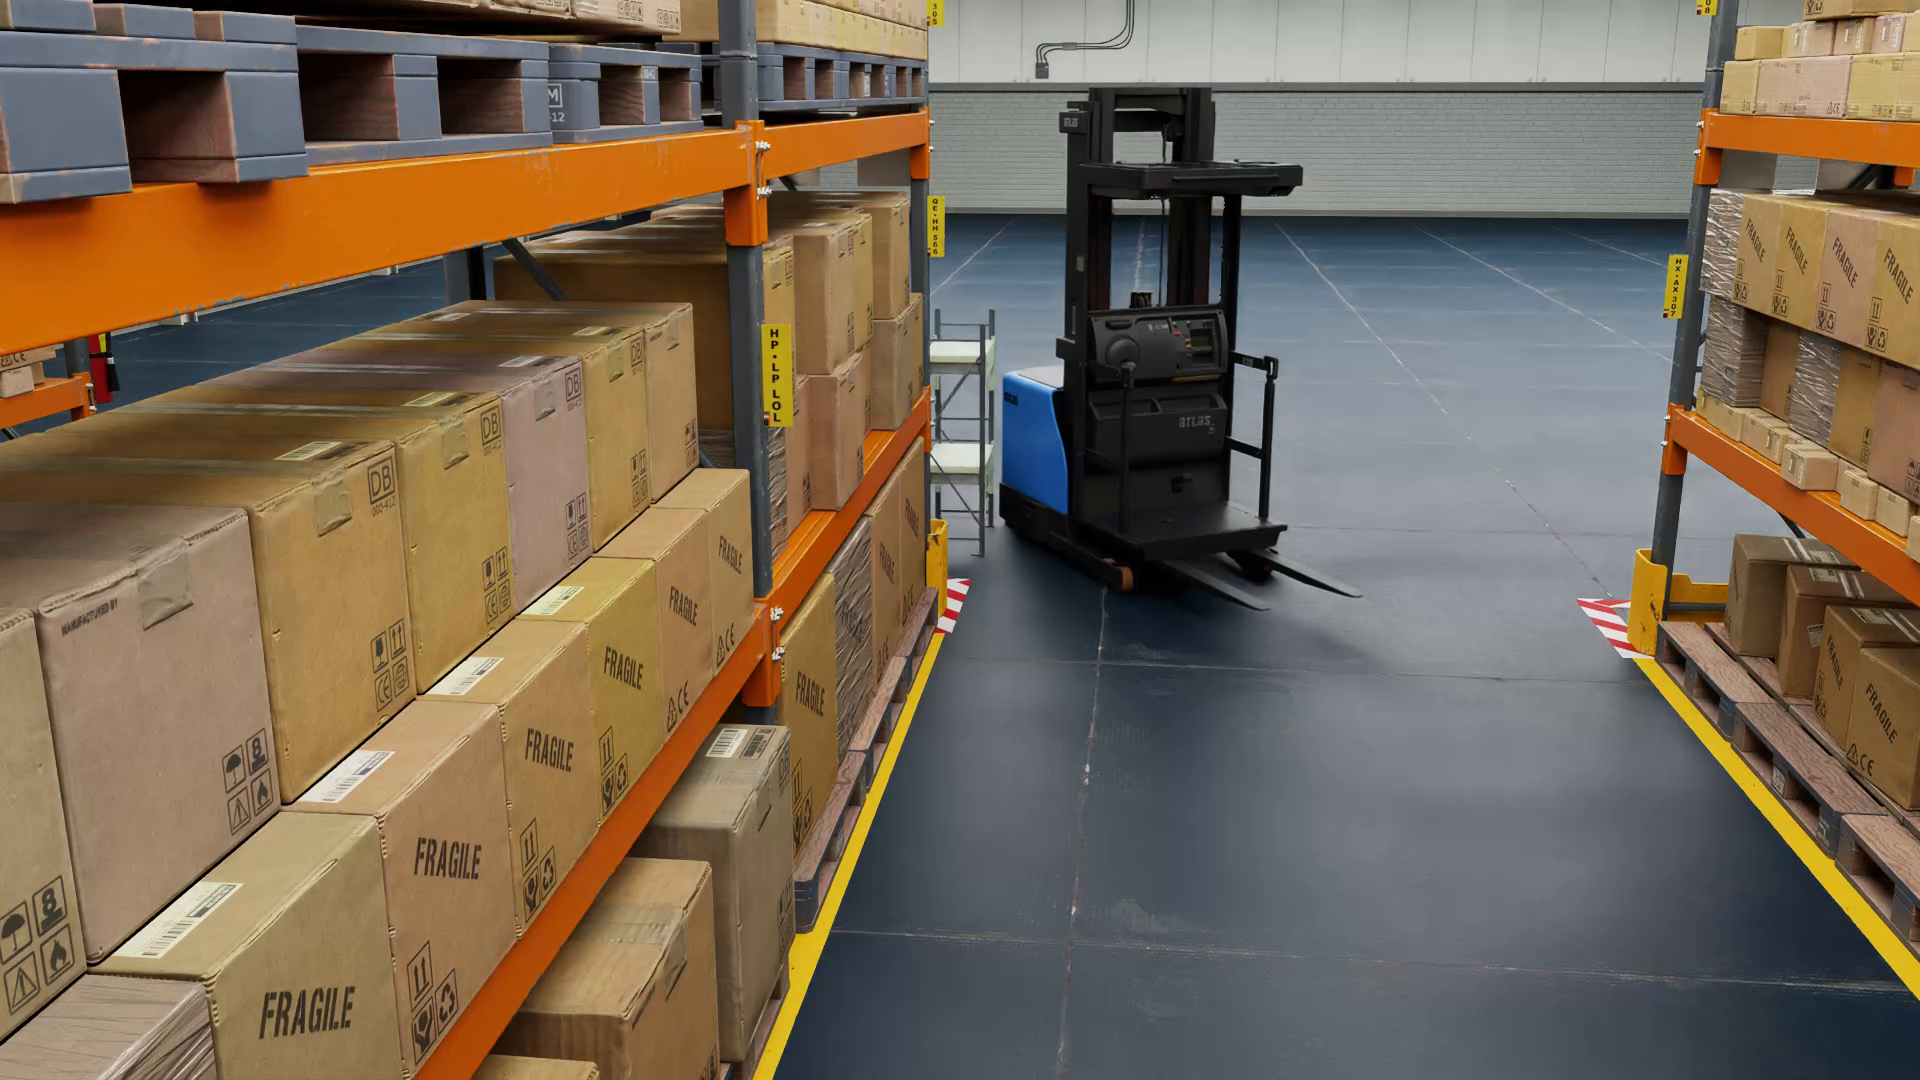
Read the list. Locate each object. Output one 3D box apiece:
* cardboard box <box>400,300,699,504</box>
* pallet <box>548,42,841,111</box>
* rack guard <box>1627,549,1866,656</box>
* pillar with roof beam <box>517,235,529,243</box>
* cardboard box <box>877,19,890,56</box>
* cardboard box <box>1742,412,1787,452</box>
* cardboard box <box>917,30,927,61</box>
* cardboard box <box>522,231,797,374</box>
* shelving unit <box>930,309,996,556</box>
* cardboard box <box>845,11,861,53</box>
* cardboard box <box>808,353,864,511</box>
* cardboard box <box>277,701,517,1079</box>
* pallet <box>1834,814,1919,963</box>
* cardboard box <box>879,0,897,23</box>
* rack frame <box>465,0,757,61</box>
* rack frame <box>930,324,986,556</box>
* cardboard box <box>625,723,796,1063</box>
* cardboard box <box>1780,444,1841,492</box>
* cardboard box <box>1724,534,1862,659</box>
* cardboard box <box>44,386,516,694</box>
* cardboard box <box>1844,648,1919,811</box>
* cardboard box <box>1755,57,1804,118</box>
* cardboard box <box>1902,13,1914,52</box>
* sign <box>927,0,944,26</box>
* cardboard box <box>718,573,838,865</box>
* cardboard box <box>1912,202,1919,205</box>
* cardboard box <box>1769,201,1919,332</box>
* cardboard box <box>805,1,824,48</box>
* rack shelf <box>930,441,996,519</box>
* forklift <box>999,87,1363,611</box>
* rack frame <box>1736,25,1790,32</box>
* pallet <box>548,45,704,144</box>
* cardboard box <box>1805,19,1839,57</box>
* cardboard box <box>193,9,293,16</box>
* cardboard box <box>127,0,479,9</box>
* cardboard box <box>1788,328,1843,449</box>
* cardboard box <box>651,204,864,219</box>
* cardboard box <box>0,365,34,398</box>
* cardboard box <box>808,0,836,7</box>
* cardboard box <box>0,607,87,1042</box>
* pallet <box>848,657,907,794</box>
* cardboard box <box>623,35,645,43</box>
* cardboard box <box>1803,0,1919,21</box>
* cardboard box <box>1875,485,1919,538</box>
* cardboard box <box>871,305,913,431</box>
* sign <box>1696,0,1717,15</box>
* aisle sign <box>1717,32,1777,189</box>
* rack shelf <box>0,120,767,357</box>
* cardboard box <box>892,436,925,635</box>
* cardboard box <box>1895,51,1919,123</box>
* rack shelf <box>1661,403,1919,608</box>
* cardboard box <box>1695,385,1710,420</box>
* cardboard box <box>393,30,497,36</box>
[{"bbox_3d":[-1.173,-0.414,4.840,0.700,0.500,0.500,1,15,5],"label":"cardboard box"},{"bbox_3d":[-1.020,-1.629,5.864,1.003,0.211,1.213,2,15,6],"label":"pallet"},{"bbox_3d":[4.237,0.349,8.913,1.175,0.500,0.348,2,15,6],"label":"rack guard"},{"bbox_3d":[-4.522,-10.154,31.475,9.100,9.000,0.400,2,15,6],"label":"pillar with roof beam"},{"bbox_3d":[-0.516,-2.202,7.296,0.380,0.149,0.250,2,15,7],"label":"cardboard box"},{"bbox_3d":[3.879,-0.495,7.727,0.380,0.149,0.250,2,15,6],"label":"cardboard box"},{"bbox_3d":[-0.372,-2.531,8.515,0.380,0.149,0.250,2,15,6],"label":"cardboard box"},{"bbox_3d":[-1.100,-0.847,6.190,0.875,0.550,0.550,2,15,6],"label":"cardboard box"},{"bbox_3d":[-0.004,-0.725,10.972,0.431,1.500,0.755,1,15,5],"label":"shelving unit"},{"bbox_3d":[-0.602,-2.005,6.568,0.380,0.149,0.250,2,15,6],"label":"cardboard box"},{"bbox_3d":[-0.875,-0.461,6.831,0.875,0.550,0.550,2,15,6],"label":"cardboard box"},{"bbox_3d":[-1.143,0.606,2.984,0.500,0.500,0.500,2,15,6],"label":"cardboard box"},{"bbox_3d":[3.835,1.331,5.835,1.003,0.211,1.213,2,15,6],"label":"pallet"},{"bbox_3d":[-0.563,-2.425,7.358,0.500,0.250,0.500,2,15,6],"label":"cardboard box"},{"bbox_3d":[-1.122,-2.908,4.677,1.000,3.000,0.127,2,15,6],"label":"rack frame"},{"bbox_3d":[-0.039,-0.630,10.620,0.400,1.500,0.023,1,15,5],"label":"rack frame"},{"bbox_3d":[-1.103,1.035,5.094,1.050,0.750,0.750,2,15,6],"label":"cardboard box"},{"bbox_3d":[3.711,-0.303,7.017,0.380,0.149,0.250,2,15,6],"label":"cardboard box"},{"bbox_3d":[4.159,0.288,8.334,0.500,0.500,0.500,5,16,17],"label":"cardboard box"},{"bbox_3d":[-1.344,-0.019,3.378,0.700,0.500,0.500,2,15,6],"label":"cardboard box"},{"bbox_3d":[3.928,0.749,6.628,0.500,0.500,0.500,0,15,1],"label":"cardboard box"},{"bbox_3d":[3.883,-2.002,7.359,0.500,0.250,0.500,1,15,5],"label":"cardboard box"},{"bbox_3d":[3.806,-1.910,6.256,0.380,0.149,0.250,1,15,4],"label":"cardboard box"},{"bbox_3d":[-0.133,-2.867,8.728,0.100,0.325,0.005,2,15,6],"label":"sign"},{"bbox_3d":[-0.982,0.650,6.279,0.875,0.875,0.875,2,15,7],"label":"cardboard box"},{"bbox_3d":[4.320,-1.142,6.964,0.500,0.500,0.500,2,15,6],"label":"cardboard box"},{"bbox_3d":[3.795,-1.158,7.021,0.500,0.500,0.500,2,15,6],"label":"cardboard box"},{"bbox_3d":[-0.687,-1.806,5.834,0.380,0.149,0.250,2,15,6],"label":"cardboard box"},{"bbox_3d":[-0.004,-0.411,11.057,0.431,0.370,0.720,1,15,5],"label":"rack shelf"},{"bbox_3d":[1.321,-1.221,10.062,1.130,2.935,3.031,-6,16,-23],"label":"forklift"},{"bbox_3d":[4.243,-3.773,7.877,0.949,2.616,0.053,2,15,6],"label":"rack frame"},{"bbox_3d":[-1.177,-1.129,4.209,0.805,0.209,1.217,1,15,4],"label":"pallet"},{"bbox_3d":[3.821,-2.116,7.017,0.380,0.149,0.250,2,15,6],"label":"cardboard box"},{"bbox_3d":[-1.544,-1.167,3.247,0.396,0.266,0.258,2,15,6],"label":"cardboard box"},{"bbox_3d":[-1.159,-1.075,2.819,0.500,0.311,0.500,1,15,5],"label":"cardboard box"},{"bbox_3d":[4.120,-0.666,7.116,0.875,0.500,0.500,2,15,6],"label":"cardboard box"},{"bbox_3d":[-0.920,-1.262,7.725,0.875,0.550,0.550,2,15,6],"label":"cardboard box"},{"bbox_3d":[-5.349,-0.876,9.135,0.380,0.149,0.250,2,15,6],"label":"cardboard box"},{"bbox_3d":[-0.734,-2.032,5.905,0.500,0.250,0.500,2,15,6],"label":"cardboard box"},{"bbox_3d":[-1.513,0.378,1.910,0.700,0.500,0.500,2,15,6],"label":"cardboard box"},{"bbox_3d":[-0.824,0.822,7.719,1.003,0.211,1.213,2,15,6],"label":"pallet"},{"bbox_3d":[-1.343,-1.826,5.908,0.380,0.149,0.250,2,15,7],"label":"cardboard box"},{"bbox_3d":[3.810,-2.381,6.757,0.500,0.500,0.500,2,15,6],"label":"cardboard box"},{"bbox_3d":[3.717,-0.106,6.288,0.380,0.149,0.250,2,15,6],"label":"cardboard box"},{"bbox_3d":[-0.708,-0.881,8.387,0.875,0.550,0.550,2,15,6],"label":"cardboard box"},{"bbox_3d":[3.707,-2.763,8.213,0.100,0.325,0.005,2,15,6],"label":"sign"},{"bbox_3d":[3.955,-2.157,8.413,0.394,0.787,0.004,2,15,6],"label":"aisle sign"},{"bbox_3d":[-1.348,-0.594,3.245,1.077,0.370,4.000,2,15,6],"label":"rack shelf"},{"bbox_3d":[-0.682,-0.049,8.862,0.875,0.875,0.875,2,15,7],"label":"cardboard box"},{"bbox_3d":[3.708,-1.609,5.906,0.500,0.250,0.500,2,15,6],"label":"cardboard box"},{"bbox_3d":[4.020,-0.011,6.836,1.077,0.370,4.000,2,15,6],"label":"rack shelf"},{"bbox_3d":[3.977,-0.689,8.445,0.380,0.149,0.250,2,15,6],"label":"cardboard box"},{"bbox_3d":[-1.439,-1.497,4.467,0.258,0.266,0.396,1,15,5],"label":"cardboard box"}]
